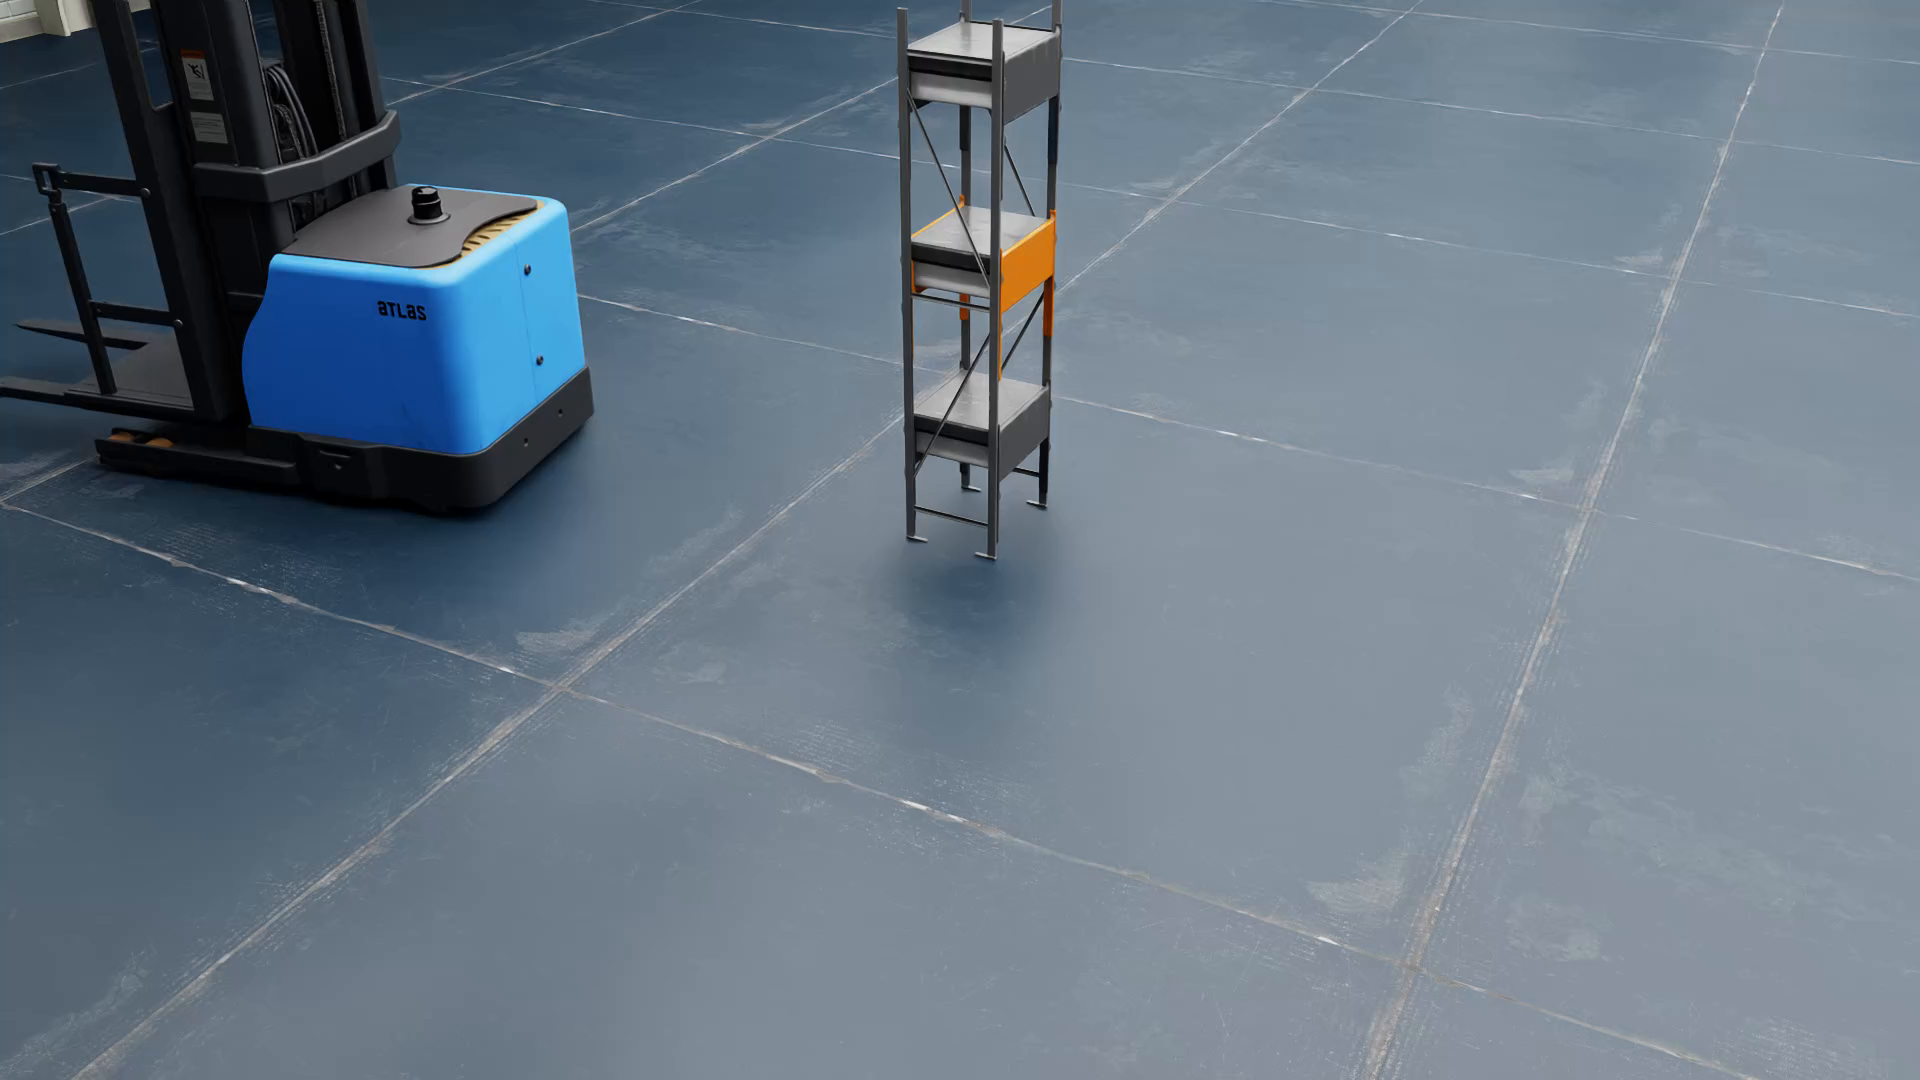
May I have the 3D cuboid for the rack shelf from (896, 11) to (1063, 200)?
[{"bbox_3d":[0.075,-1.579,6.013,0.431,0.518,0.480,14,33,23],"label":"rack shelf"}]

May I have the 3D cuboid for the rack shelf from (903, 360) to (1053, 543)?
[{"bbox_3d":[0.075,-0.365,6.710,0.431,0.518,0.480,14,33,23],"label":"rack shelf"}]

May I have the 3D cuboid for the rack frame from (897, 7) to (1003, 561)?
[{"bbox_3d":[-0.036,-0.876,6.167,0.400,2.100,0.015,14,33,23],"label":"rack frame"}]

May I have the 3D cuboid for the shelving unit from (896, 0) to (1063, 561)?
[{"bbox_3d":[0.075,-0.984,6.355,0.431,2.100,0.503,14,33,23],"label":"shelving unit"}]

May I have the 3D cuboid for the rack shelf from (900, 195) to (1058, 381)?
[{"bbox_3d":[0.075,-0.972,6.362,0.431,0.518,0.480,14,33,23],"label":"rack shelf"}]

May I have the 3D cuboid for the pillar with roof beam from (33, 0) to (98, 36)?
[{"bbox_3d":[-3.898,-7.375,10.556,9.100,9.000,0.400,14,33,23],"label":"pillar with roof beam"}]

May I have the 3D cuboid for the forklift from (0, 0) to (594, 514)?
[{"bbox_3d":[-3.252,-1.789,6.922,3.031,2.935,1.130,8,31,14],"label":"forklift"}]

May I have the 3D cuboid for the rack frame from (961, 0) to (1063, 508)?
[{"bbox_3d":[0.187,-1.092,6.543,0.400,2.100,0.015,14,33,23],"label":"rack frame"}]
